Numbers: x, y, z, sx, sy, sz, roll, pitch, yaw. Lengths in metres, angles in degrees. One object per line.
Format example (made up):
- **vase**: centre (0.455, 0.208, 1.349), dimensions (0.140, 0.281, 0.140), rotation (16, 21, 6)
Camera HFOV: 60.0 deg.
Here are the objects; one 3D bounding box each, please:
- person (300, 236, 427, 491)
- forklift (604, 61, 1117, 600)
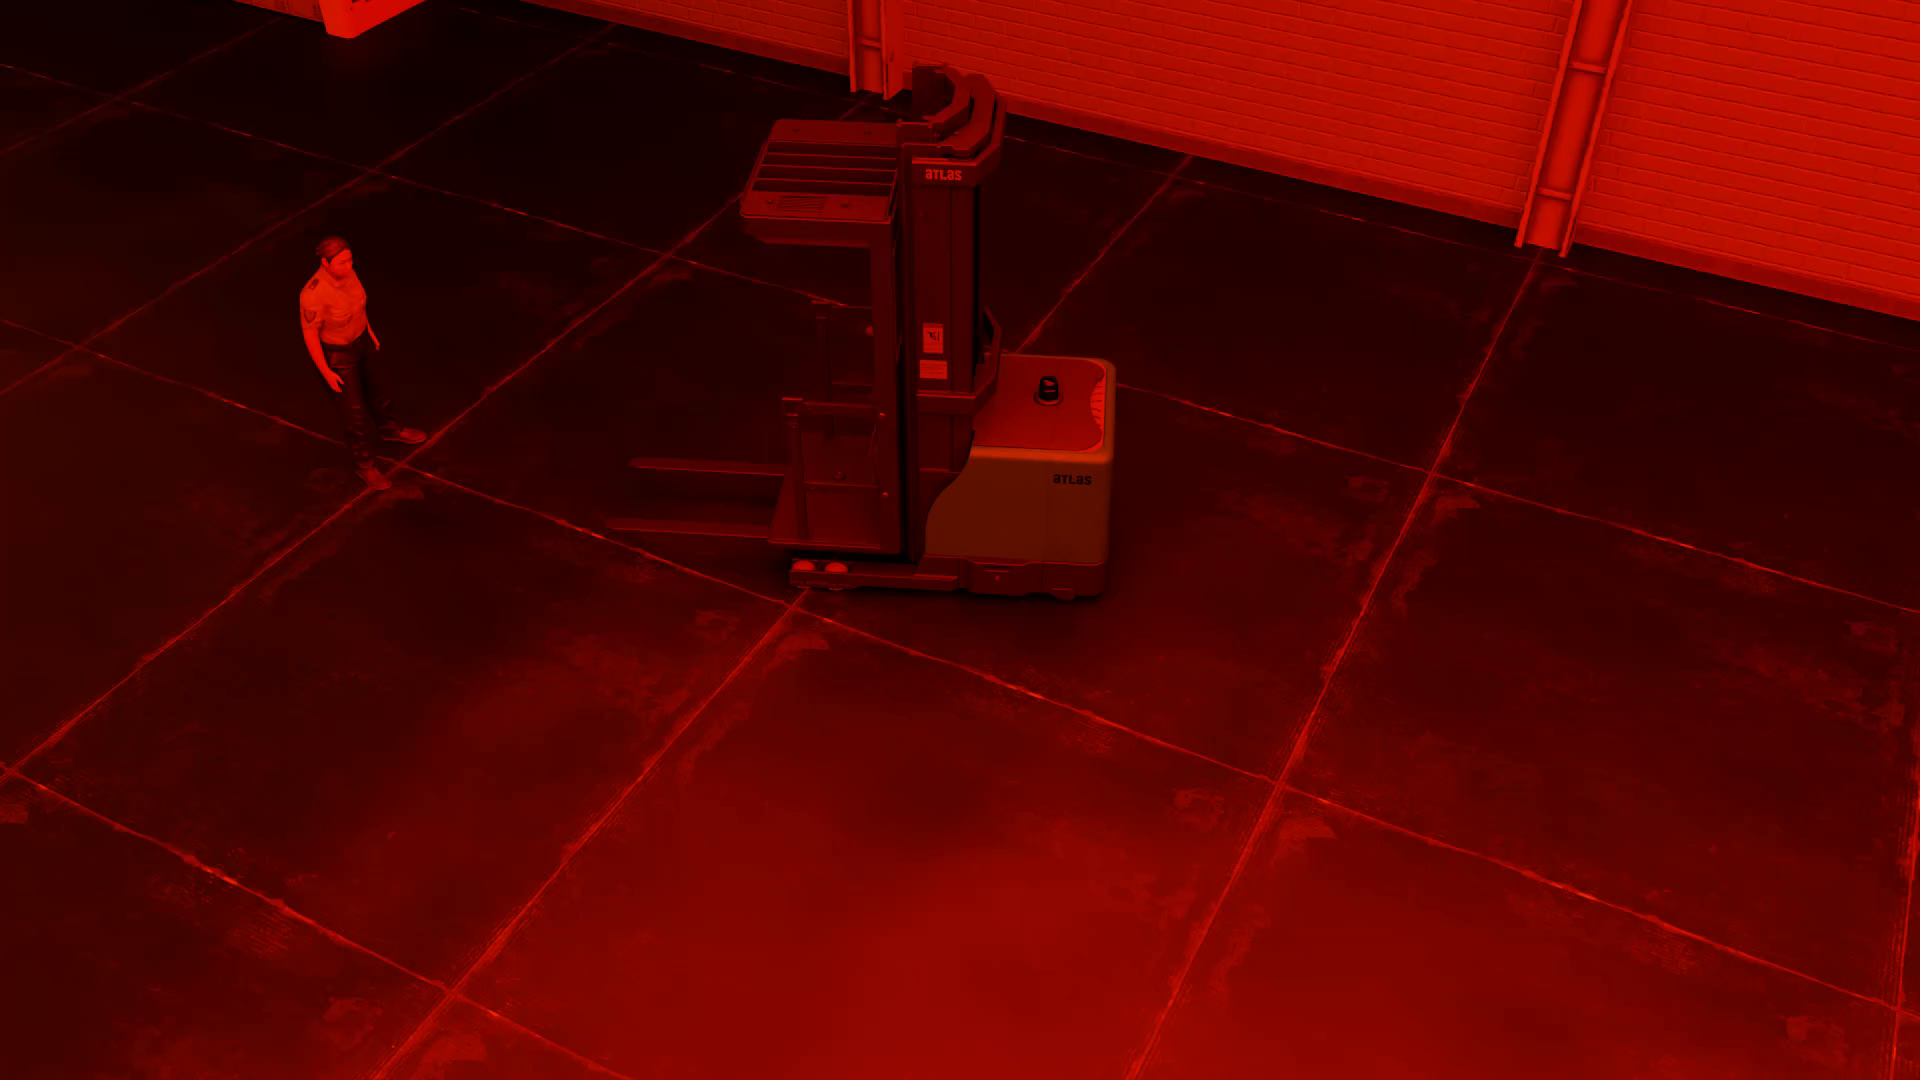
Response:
- **person**: centre (-3.780, -1.156, 10.370), dimensions (0.427, 1.644, 0.623), rotation (11, 41, 13)
- **forklift**: centre (-0.606, -1.157, 9.360), dimensions (3.031, 2.935, 1.130), rotation (3, 40, 4)
